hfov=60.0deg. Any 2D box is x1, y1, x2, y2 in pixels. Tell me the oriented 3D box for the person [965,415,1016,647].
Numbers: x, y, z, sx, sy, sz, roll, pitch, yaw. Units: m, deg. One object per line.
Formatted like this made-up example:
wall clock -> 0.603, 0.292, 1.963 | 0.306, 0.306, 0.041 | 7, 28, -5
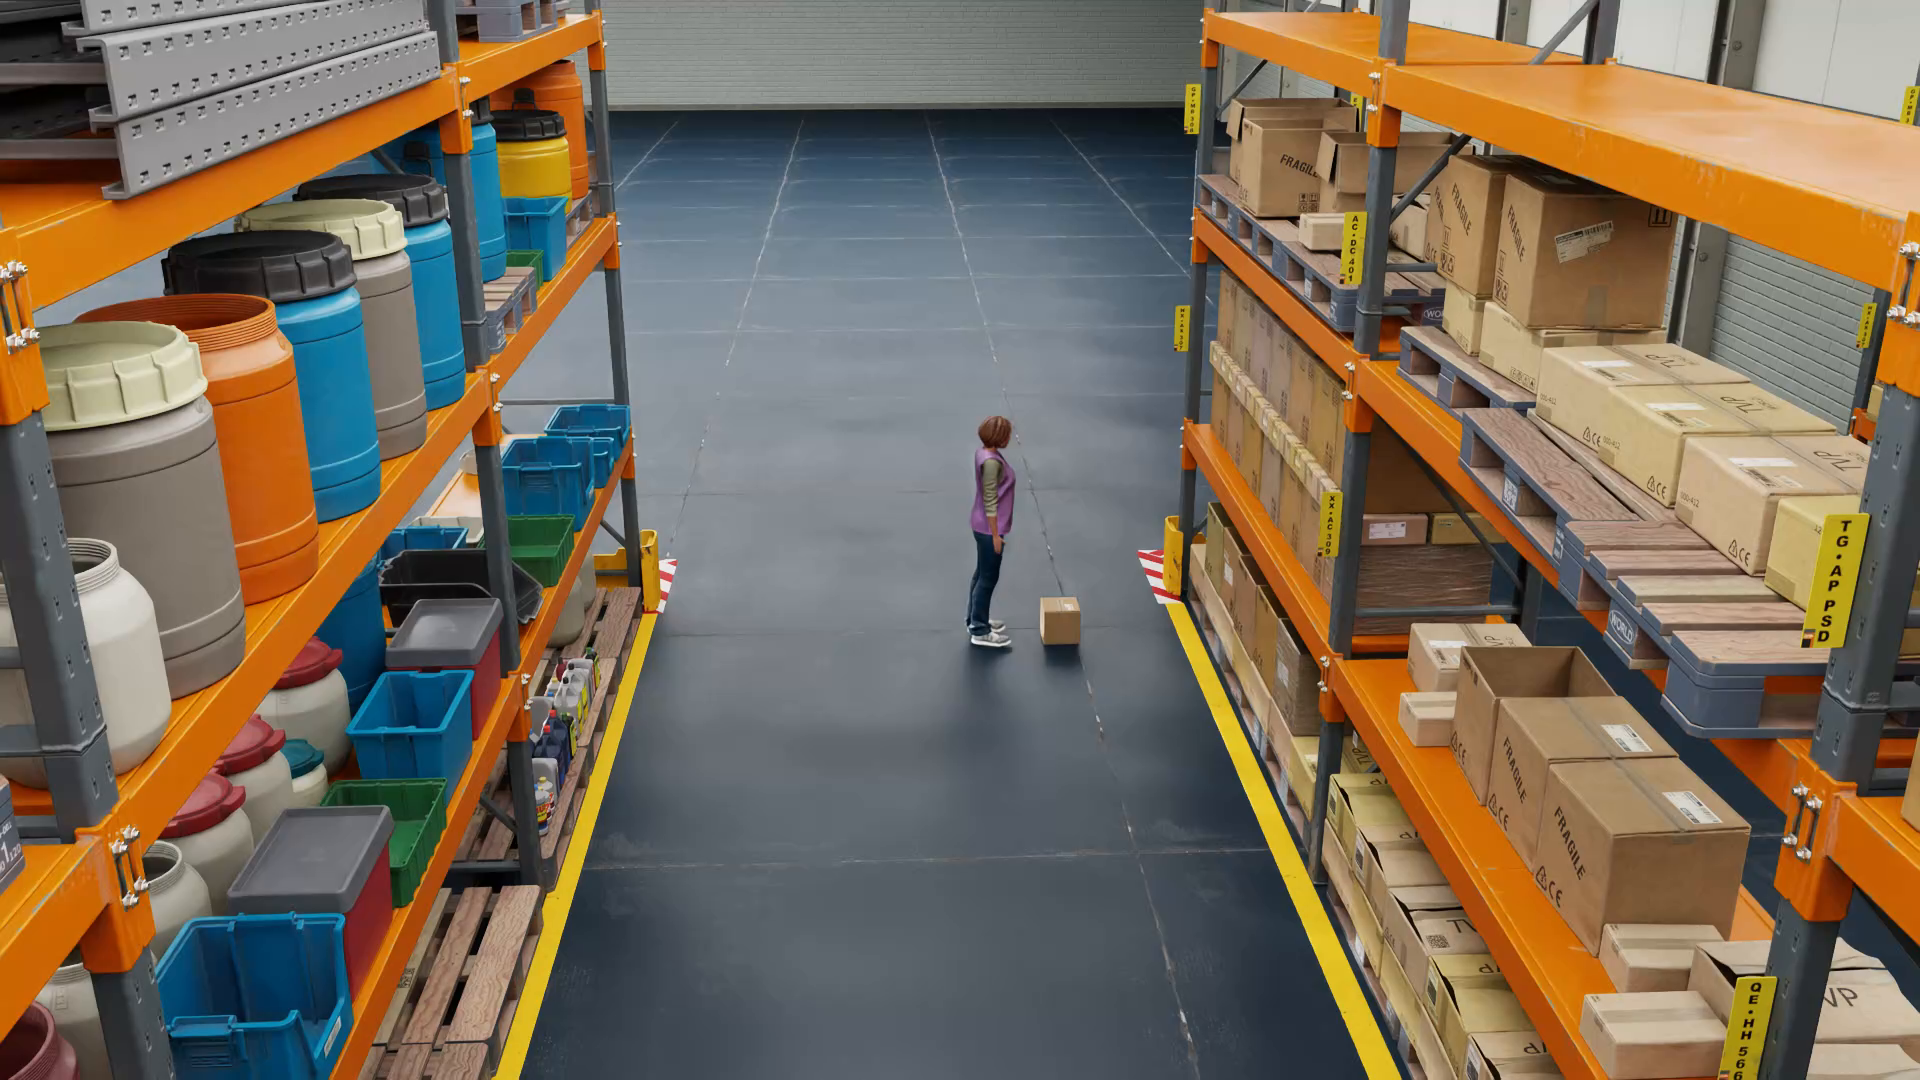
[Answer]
person -> 0.202, -0.076, 11.254 | 0.334, 1.598, 0.419 | -1, 21, -2
